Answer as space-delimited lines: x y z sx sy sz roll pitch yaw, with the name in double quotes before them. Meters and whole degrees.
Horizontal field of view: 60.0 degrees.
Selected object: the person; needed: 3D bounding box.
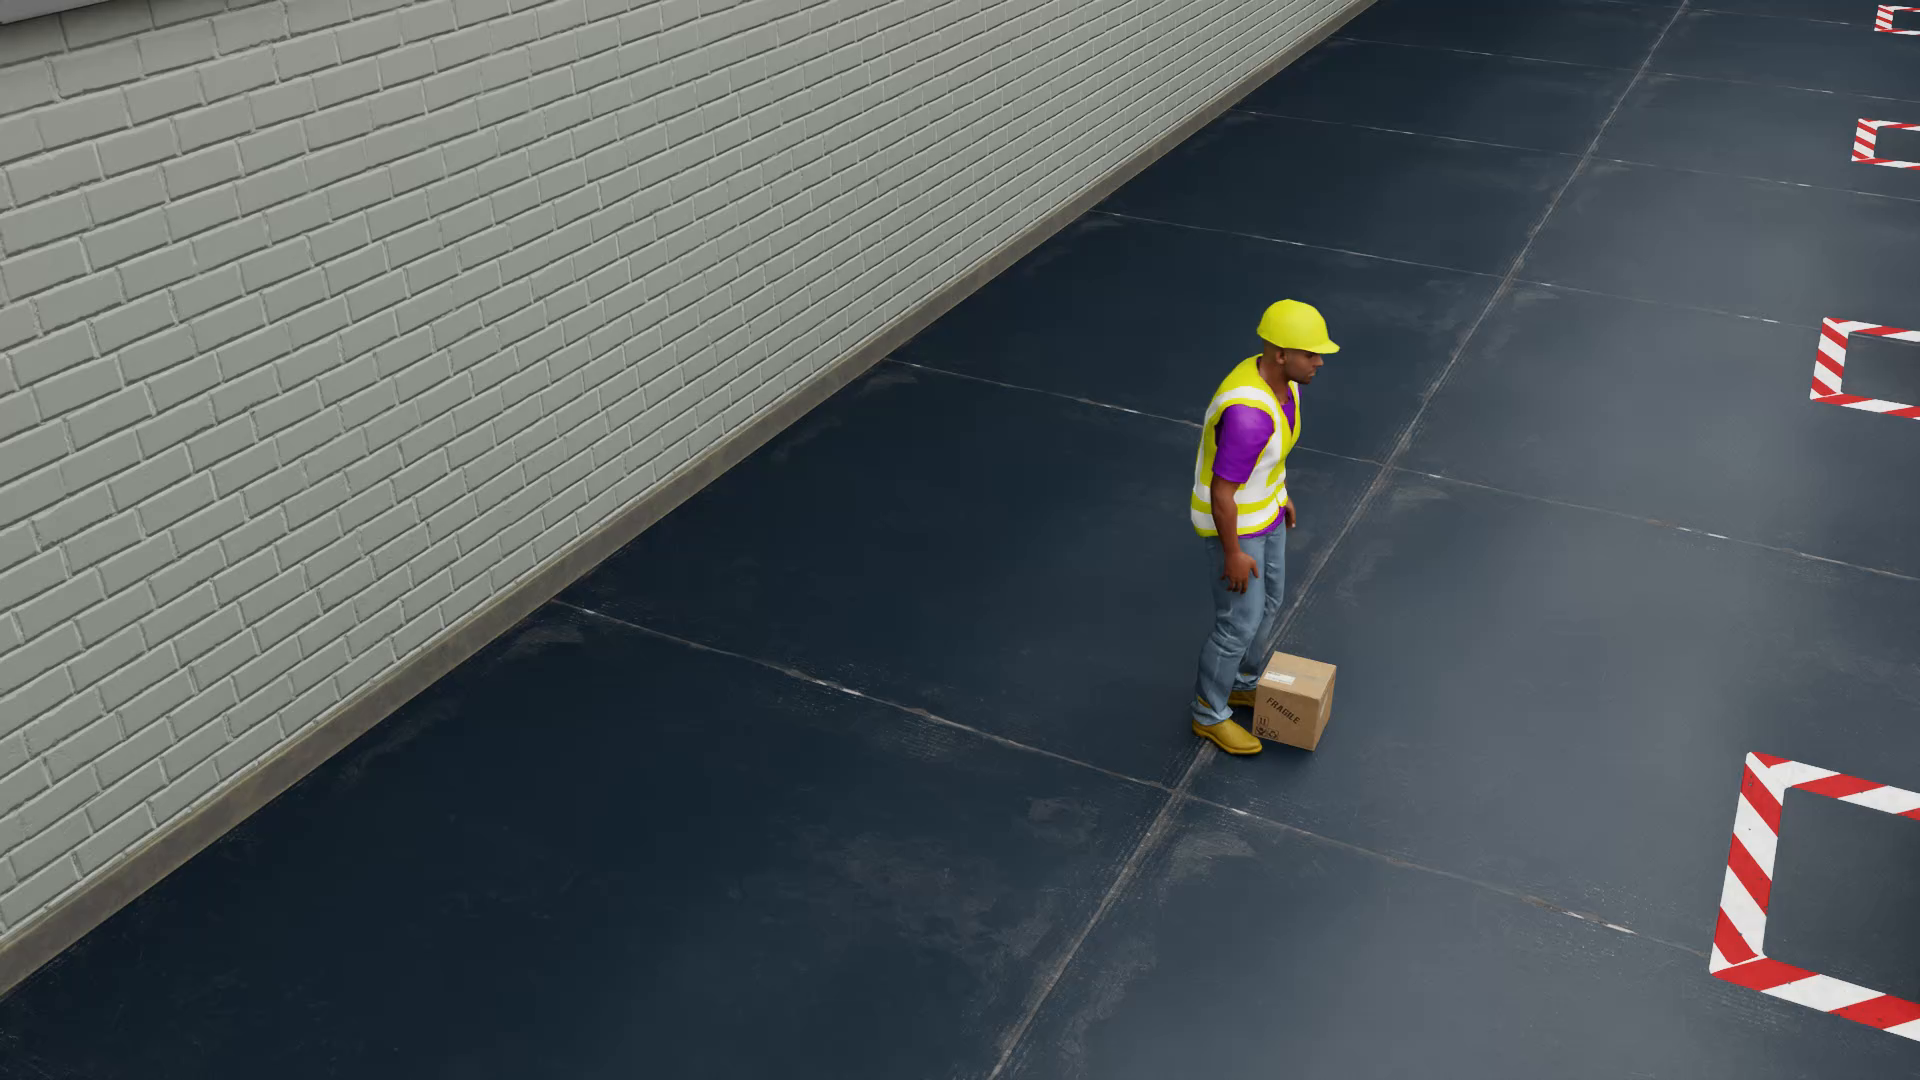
"person" 1.104 -0.069 6.229 0.457 1.761 0.626 14 33 24
